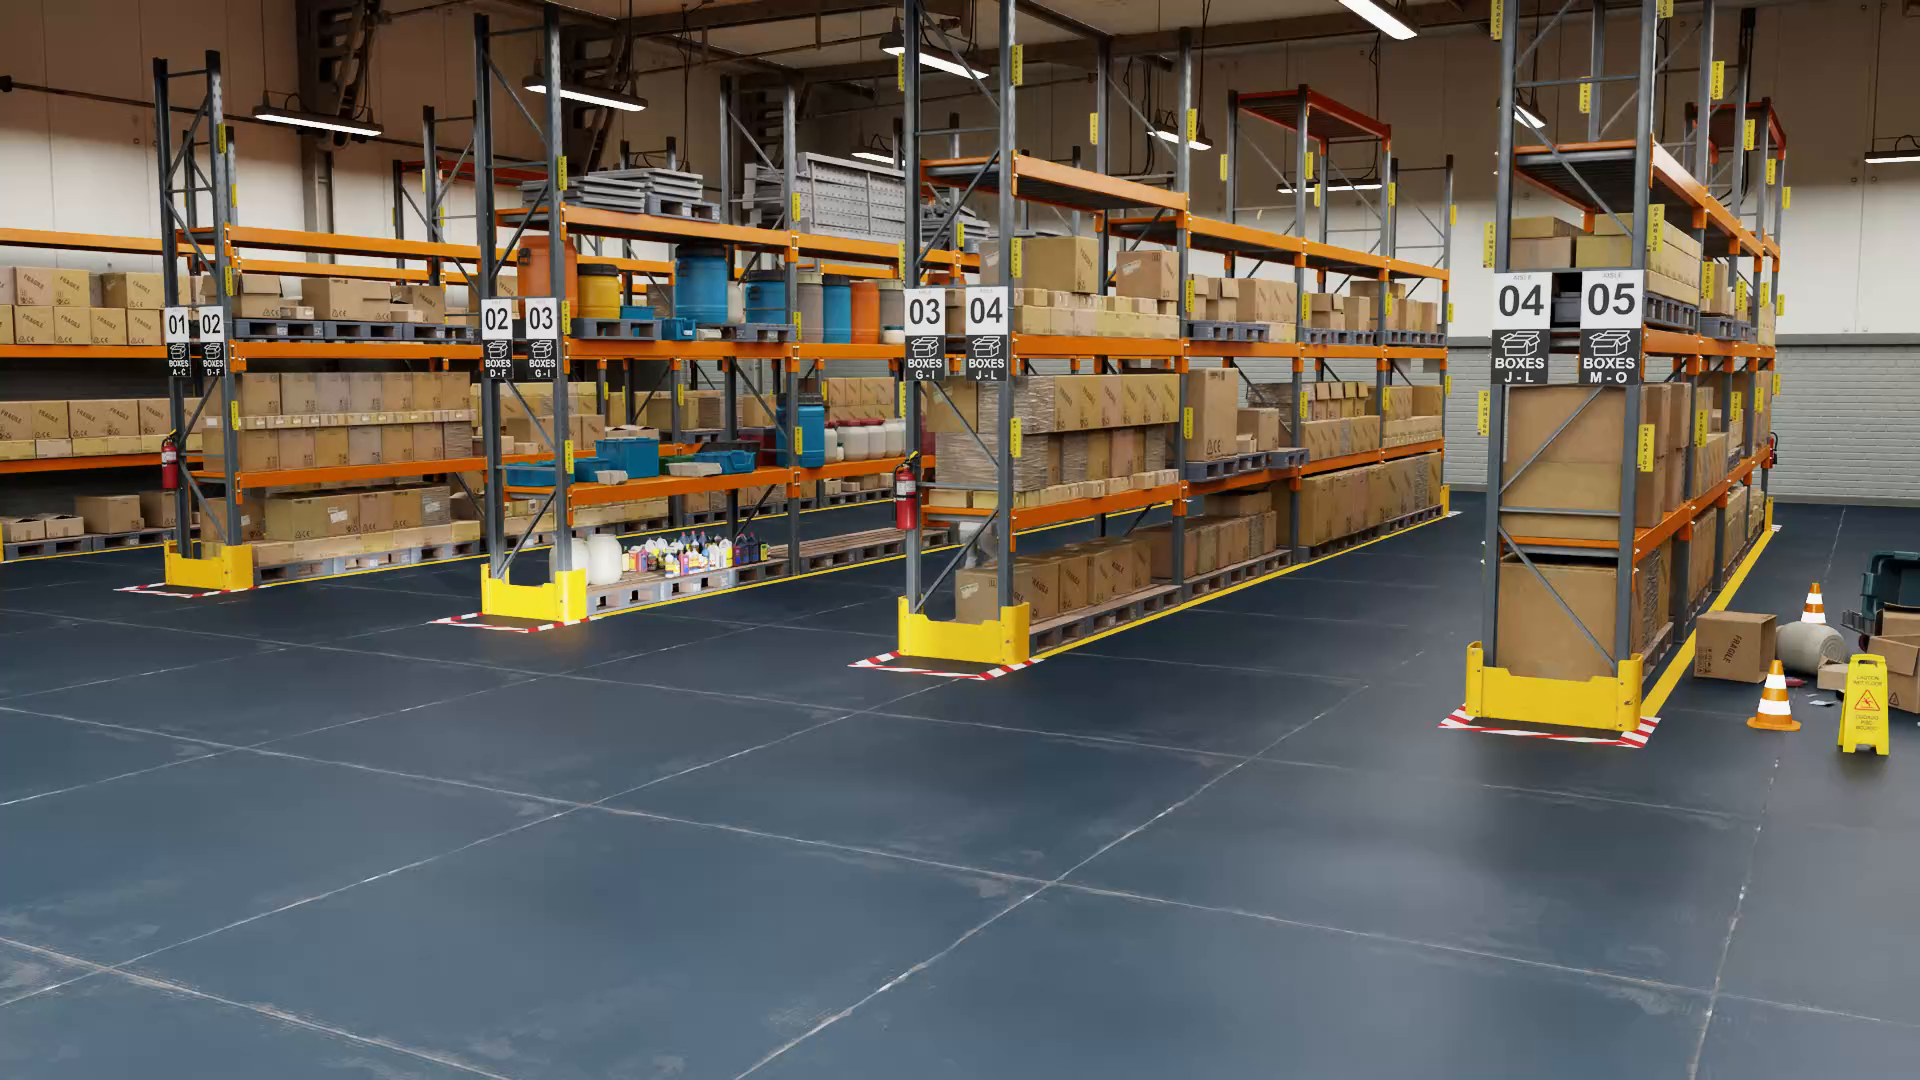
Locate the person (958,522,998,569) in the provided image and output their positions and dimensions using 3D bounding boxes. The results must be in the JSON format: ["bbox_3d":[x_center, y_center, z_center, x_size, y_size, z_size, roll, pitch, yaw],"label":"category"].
[{"bbox_3d":[0.237,-0.067,18.533,0.535,1.349,0.714,3,7,29],"label":"person"}]
